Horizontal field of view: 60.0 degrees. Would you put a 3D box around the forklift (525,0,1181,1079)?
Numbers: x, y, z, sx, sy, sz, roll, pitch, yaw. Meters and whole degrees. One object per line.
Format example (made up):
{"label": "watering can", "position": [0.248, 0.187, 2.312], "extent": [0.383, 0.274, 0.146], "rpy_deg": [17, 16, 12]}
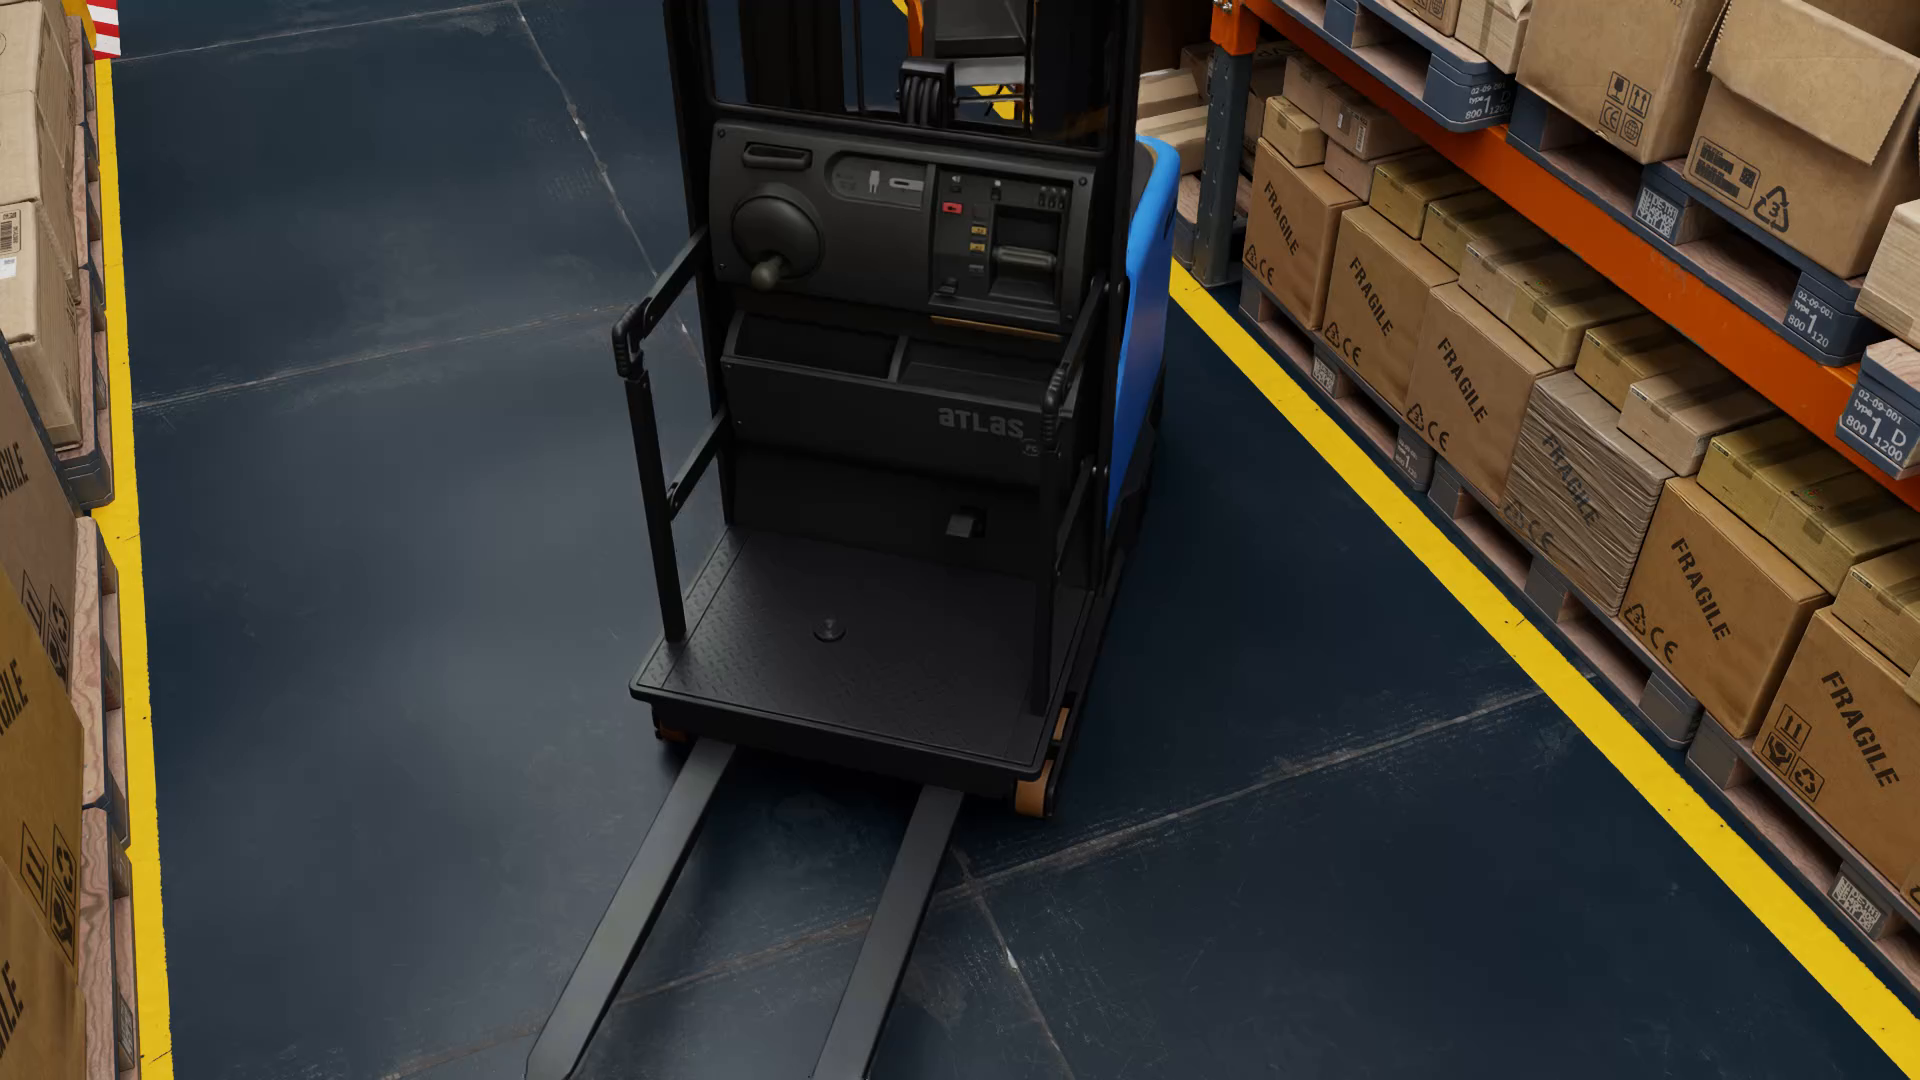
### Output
{"label": "forklift", "position": [-0.205, -0.665, 3.776], "extent": [1.130, 2.935, 3.031], "rpy_deg": [10, 42, 12]}

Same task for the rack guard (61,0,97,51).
{"label": "rack guard", "position": [-4.746, -2.489, 7.761], "extent": [1.175, 0.500, 0.348], "rpy_deg": [-15, 43, -17]}

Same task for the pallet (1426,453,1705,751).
{"label": "pallet", "position": [2.195, 0.021, 5.064], "extent": [1.003, 0.211, 1.213], "rpy_deg": [-15, 43, -17]}

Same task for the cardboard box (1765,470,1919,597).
{"label": "cardboard box", "position": [2.233, -0.032, 4.084], "extent": [0.380, 0.149, 0.250], "rpy_deg": [-14, 43, -16]}

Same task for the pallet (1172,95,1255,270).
{"label": "pallet", "position": [1.116, -1.610, 6.960], "extent": [1.003, 0.211, 1.213], "rpy_deg": [-15, 43, -17]}

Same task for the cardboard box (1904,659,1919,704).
{"label": "cardboard box", "position": [2.352, 0.308, 3.689], "extent": [0.380, 0.149, 0.250], "rpy_deg": [-17, 44, -19]}

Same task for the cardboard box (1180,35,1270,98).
{"label": "cardboard box", "position": [1.178, -2.050, 7.198], "extent": [0.380, 0.149, 0.250], "rpy_deg": [-16, 43, -17]}

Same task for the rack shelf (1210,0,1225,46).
{"label": "rack shelf", "position": [0.613, -3.185, 7.205], "extent": [1.077, 0.370, 4.000], "rpy_deg": [-15, 43, -17]}

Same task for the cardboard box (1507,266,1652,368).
{"label": "cardboard box", "position": [1.827, -0.657, 4.811], "extent": [0.380, 0.149, 0.250], "rpy_deg": [-14, 43, -15]}

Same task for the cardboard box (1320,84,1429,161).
{"label": "cardboard box", "position": [1.413, -1.397, 5.443], "extent": [0.380, 0.149, 0.250], "rpy_deg": [-17, 44, -19]}

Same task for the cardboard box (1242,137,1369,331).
{"label": "cardboard box", "position": [1.355, -1.117, 5.844], "extent": [0.500, 0.500, 0.500], "rpy_deg": [-13, 42, -15]}

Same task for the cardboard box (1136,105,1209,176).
{"label": "cardboard box", "position": [0.894, -1.594, 6.668], "extent": [0.380, 0.149, 0.250], "rpy_deg": [-16, 43, -18]}

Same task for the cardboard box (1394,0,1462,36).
{"label": "cardboard box", "position": [1.555, -1.791, 4.634], "extent": [0.700, 0.500, 0.500], "rpy_deg": [-15, 43, -16]}

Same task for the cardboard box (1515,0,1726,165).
{"label": "cardboard box", "position": [1.855, -1.319, 4.084], "extent": [0.700, 0.500, 0.500], "rpy_deg": [-15, 43, -17]}

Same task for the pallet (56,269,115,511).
{"label": "pallet", "position": [-3.425, -0.433, 5.592], "extent": [1.003, 0.211, 1.213], "rpy_deg": [-15, 43, -17]}

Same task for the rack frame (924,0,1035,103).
{"label": "rack frame", "position": [0.086, -1.393, 5.256], "extent": [0.400, 2.100, 0.015], "rpy_deg": [-4, 41, -5]}

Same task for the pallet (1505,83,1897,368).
{"label": "pallet", "position": [2.160, -0.941, 4.191], "extent": [1.003, 0.211, 1.213], "rpy_deg": [-15, 43, -17]}

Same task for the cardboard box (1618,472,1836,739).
{"label": "cardboard box", "position": [2.164, 0.125, 4.399], "extent": [0.500, 0.500, 0.500], "rpy_deg": [-13, 42, -15]}

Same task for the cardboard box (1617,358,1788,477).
{"label": "cardboard box", "position": [2.004, -0.341, 4.444], "extent": [0.380, 0.149, 0.250], "rpy_deg": [-17, 44, -19]}

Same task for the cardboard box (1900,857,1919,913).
{"label": "cardboard box", "position": [2.548, 0.744, 3.680], "extent": [0.500, 0.500, 0.500], "rpy_deg": [-14, 43, -16]}

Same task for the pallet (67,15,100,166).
{"label": "pallet", "position": [-4.359, -1.903, 7.301], "extent": [1.003, 0.211, 1.213], "rpy_deg": [-15, 43, -17]}

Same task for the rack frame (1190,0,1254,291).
{"label": "rack frame", "position": [1.378, -2.253, 5.570], "extent": [1.000, 3.000, 0.127], "rpy_deg": [-15, 43, -17]}

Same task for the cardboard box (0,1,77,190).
{"label": "cardboard box", "position": [-4.034, -1.688, 6.556], "extent": [0.875, 0.438, 0.875], "rpy_deg": [-14, 43, -16]}

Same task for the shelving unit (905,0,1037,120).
{"label": "shelving unit", "position": [0.059, -1.551, 5.439], "extent": [0.431, 2.100, 0.503], "rpy_deg": [-4, 41, -5]}

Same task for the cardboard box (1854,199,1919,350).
{"label": "cardboard box", "position": [2.206, -0.501, 3.325], "extent": [0.500, 0.250, 0.500], "rpy_deg": [-17, 44, -19]}

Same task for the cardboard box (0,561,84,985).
{"label": "cardboard box", "position": [-2.543, 0.529, 3.641], "extent": [0.875, 0.875, 0.875], "rpy_deg": [-14, 43, -16]}

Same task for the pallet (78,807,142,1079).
{"label": "pallet", "position": [-2.371, 1.227, 3.662], "extent": [1.003, 0.211, 1.213], "rpy_deg": [-15, 43, -17]}

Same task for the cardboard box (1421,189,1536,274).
{"label": "cardboard box", "position": [1.673, -0.967, 5.172], "extent": [0.380, 0.149, 0.250], "rpy_deg": [-16, 43, -18]}

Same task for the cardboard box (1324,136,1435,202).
{"label": "cardboard box", "position": [1.447, -1.281, 5.536], "extent": [0.380, 0.149, 0.250], "rpy_deg": [-16, 43, -18]}

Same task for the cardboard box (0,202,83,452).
{"label": "cardboard box", "position": [-3.348, -0.606, 5.297], "extent": [0.875, 0.438, 0.875], "rpy_deg": [-16, 43, -17]}

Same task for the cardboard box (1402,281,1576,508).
{"label": "cardboard box", "position": [1.755, -0.497, 5.123], "extent": [0.500, 0.500, 0.500], "rpy_deg": [-16, 43, -18]}
